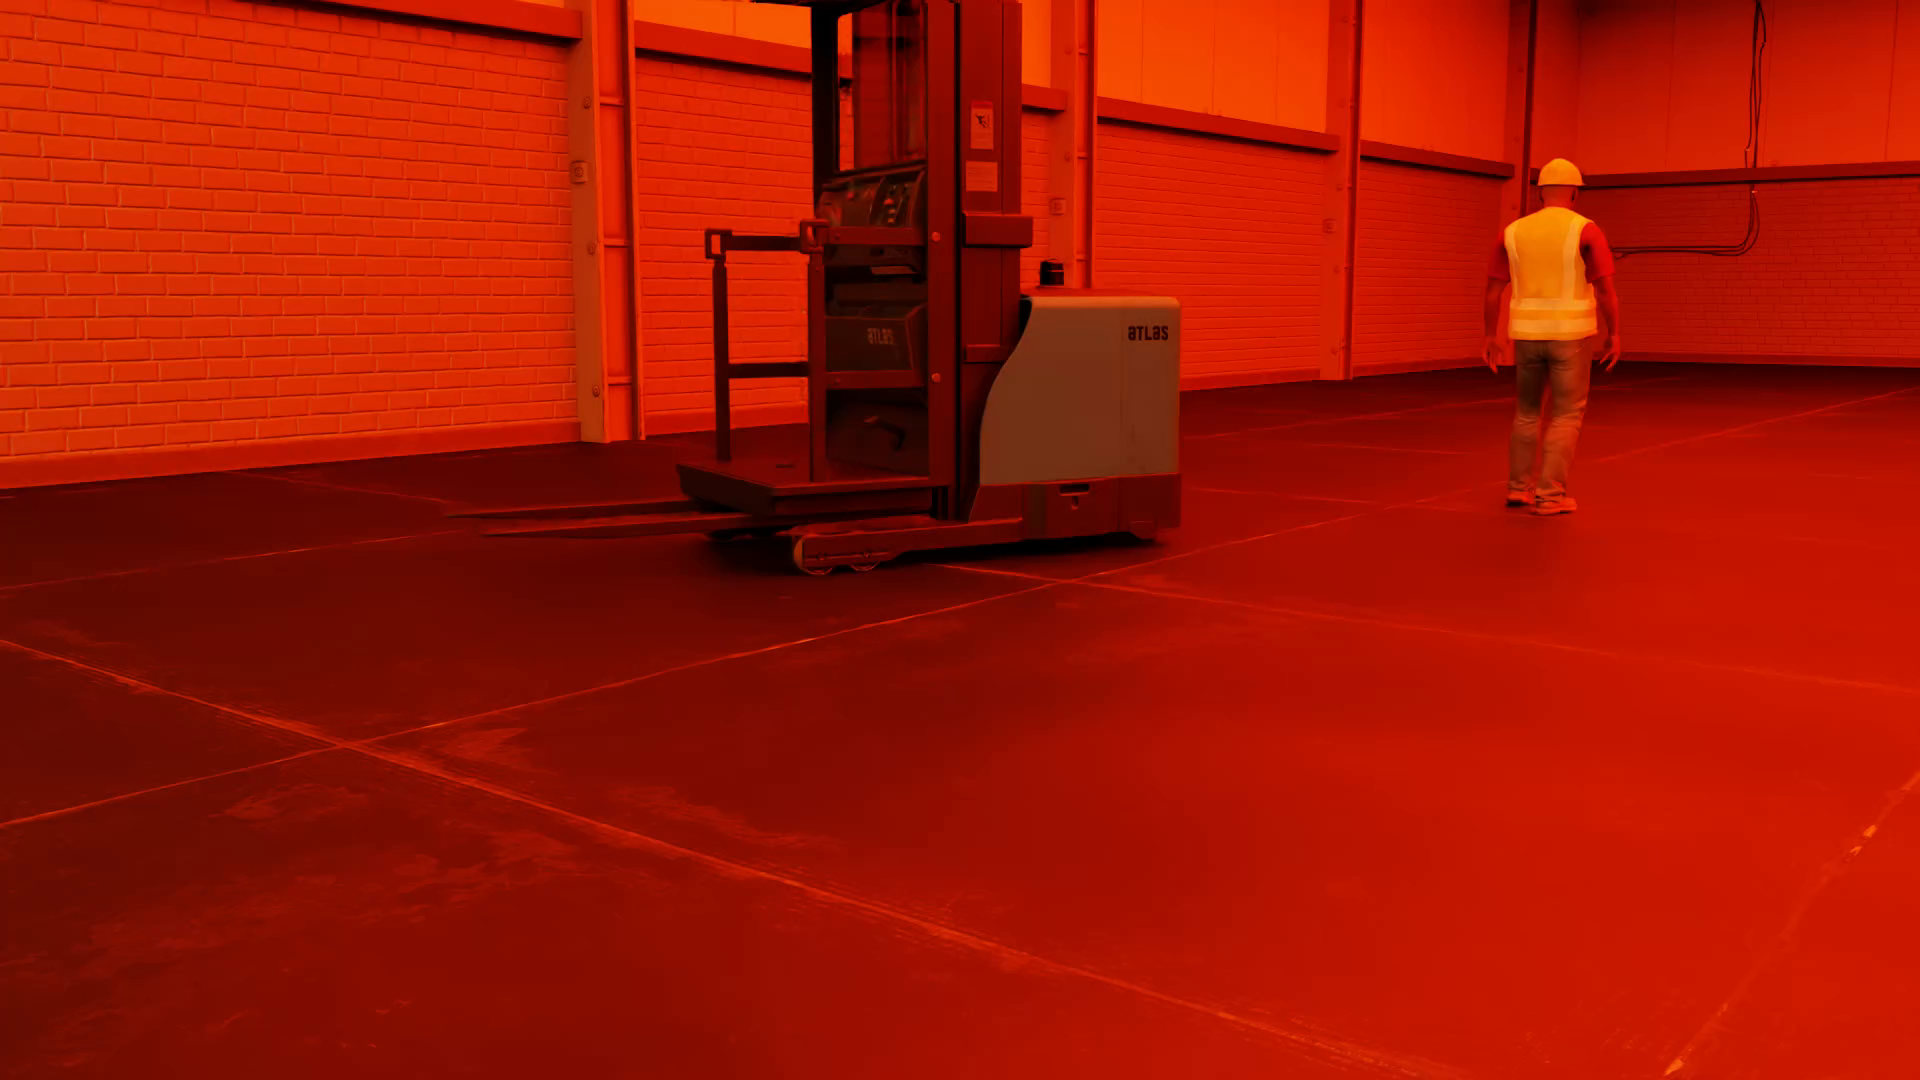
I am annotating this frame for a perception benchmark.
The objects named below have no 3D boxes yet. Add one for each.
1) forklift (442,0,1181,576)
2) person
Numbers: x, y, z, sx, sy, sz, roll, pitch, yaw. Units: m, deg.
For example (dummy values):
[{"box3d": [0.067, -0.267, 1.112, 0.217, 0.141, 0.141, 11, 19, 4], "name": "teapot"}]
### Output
[{"box3d": [-0.564, -1.398, 6.835, 3.031, 2.935, 1.130, -5, 10, -29], "name": "forklift"}, {"box3d": [3.003, -0.994, 8.363, 0.552, 1.802, 0.663, -8, 12, -44], "name": "person"}]
